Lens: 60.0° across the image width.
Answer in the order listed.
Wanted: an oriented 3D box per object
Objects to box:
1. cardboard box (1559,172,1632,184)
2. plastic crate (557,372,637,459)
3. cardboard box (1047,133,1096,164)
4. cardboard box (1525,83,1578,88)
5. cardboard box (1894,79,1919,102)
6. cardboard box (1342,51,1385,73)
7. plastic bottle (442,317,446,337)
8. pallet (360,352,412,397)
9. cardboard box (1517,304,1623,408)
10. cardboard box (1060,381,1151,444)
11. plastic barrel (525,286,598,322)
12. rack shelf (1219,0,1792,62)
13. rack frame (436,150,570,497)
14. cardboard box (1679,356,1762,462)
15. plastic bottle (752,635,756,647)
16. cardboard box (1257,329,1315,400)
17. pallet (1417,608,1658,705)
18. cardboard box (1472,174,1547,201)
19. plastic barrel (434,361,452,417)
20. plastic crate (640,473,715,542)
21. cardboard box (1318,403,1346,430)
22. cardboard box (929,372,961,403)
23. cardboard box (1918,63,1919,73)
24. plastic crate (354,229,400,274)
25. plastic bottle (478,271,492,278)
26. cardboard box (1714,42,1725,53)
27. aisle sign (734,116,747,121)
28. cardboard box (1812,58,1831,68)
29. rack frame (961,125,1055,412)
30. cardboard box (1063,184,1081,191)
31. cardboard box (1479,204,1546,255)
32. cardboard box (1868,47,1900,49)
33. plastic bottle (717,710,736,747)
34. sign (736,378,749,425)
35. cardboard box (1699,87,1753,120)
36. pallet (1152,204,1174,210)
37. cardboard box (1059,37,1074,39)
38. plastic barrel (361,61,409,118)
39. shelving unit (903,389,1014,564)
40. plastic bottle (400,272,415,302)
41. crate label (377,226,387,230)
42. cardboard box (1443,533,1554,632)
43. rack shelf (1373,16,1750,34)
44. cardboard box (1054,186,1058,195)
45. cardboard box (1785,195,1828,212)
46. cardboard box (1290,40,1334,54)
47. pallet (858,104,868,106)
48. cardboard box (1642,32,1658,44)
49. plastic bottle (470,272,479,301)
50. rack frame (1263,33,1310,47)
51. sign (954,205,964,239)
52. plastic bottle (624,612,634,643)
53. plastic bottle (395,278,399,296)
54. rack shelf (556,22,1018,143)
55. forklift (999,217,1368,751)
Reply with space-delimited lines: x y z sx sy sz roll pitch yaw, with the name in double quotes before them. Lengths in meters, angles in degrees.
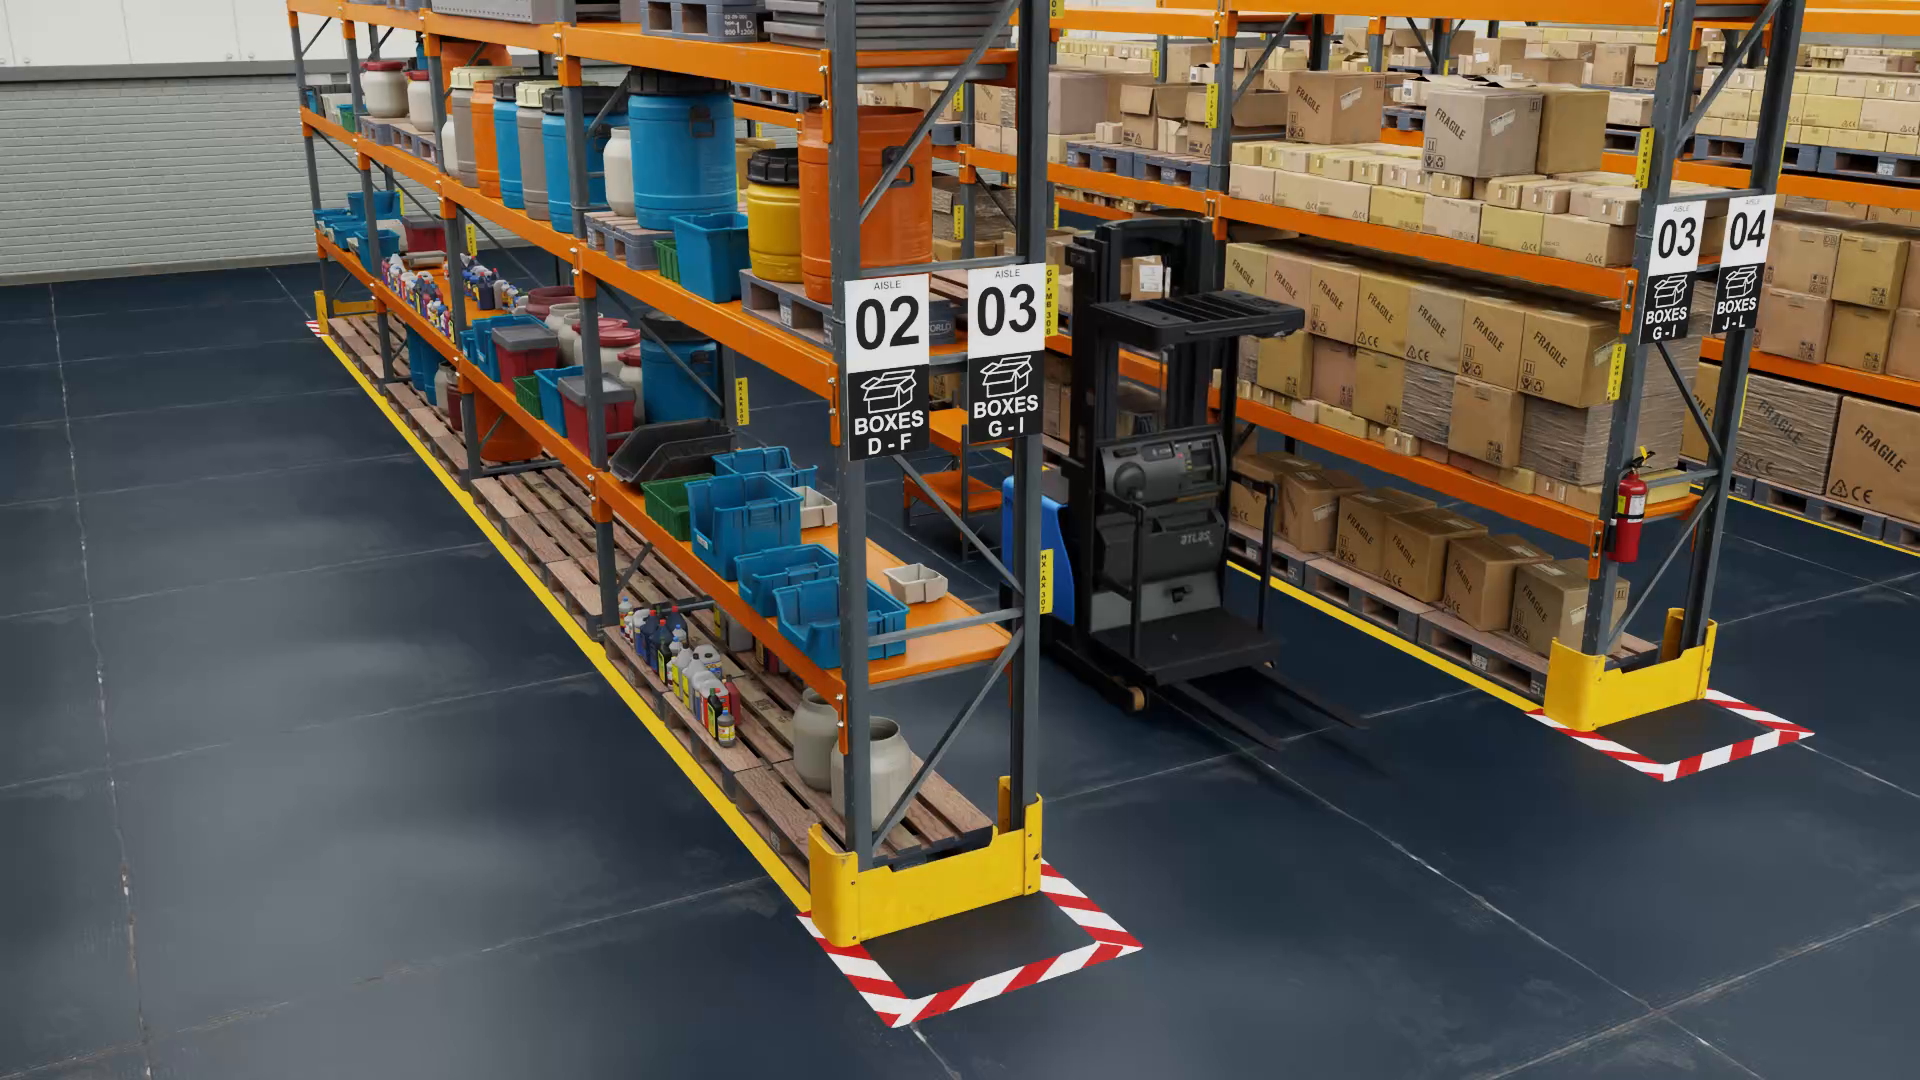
"cardboard box" 4.016 -2.232 10.521 0.380 0.149 0.250 -9 21 -24
"plastic crate" -2.482 -0.852 11.405 0.402 0.464 0.583 -10 21 -27
"cardboard box" 0.972 -3.525 14.880 0.500 0.250 0.500 -9 21 -26
"cardboard box" 5.764 -4.328 16.315 0.500 0.311 0.500 -11 22 -29
"cardboard box" 7.506 -3.493 12.921 0.380 0.149 0.250 -10 21 -26
"cardboard box" 4.469 -5.288 18.433 0.396 0.266 0.258 -10 21 -27
"plastic bottle" -4.598 -1.937 14.951 0.097 0.201 0.097 0 19 0
"pallet" -6.165 -1.914 18.854 1.003 0.211 1.213 -10 21 -27
"cardboard box" 3.797 -1.130 10.164 0.500 0.500 0.500 -10 21 -27
"cardboard box" 1.363 -1.164 15.564 0.700 0.500 0.500 -8 21 -22
"plastic barrel" -3.395 -1.857 14.205 0.600 0.536 0.708 -10 21 -27
"rack shelf" 3.326 -3.418 10.849 1.077 0.370 4.000 -10 21 -27
"rack frame" -3.882 -1.879 14.478 1.000 3.000 0.127 -10 21 -27
"cardboard box" 7.027 -1.240 15.239 0.875 0.875 0.875 -10 21 -26
"plastic bottle" -1.332 0.509 10.944 0.144 0.351 0.185 -11 22 -29
"cardboard box" 2.742 -1.398 12.474 0.875 0.500 0.500 -10 21 -27
"pallet" 3.885 0.708 11.255 1.003 0.211 1.213 -10 21 -27
"cardboard box" 3.475 -2.229 10.514 0.380 0.149 0.250 -10 21 -26
"plastic barrel" -5.012 -1.511 16.583 0.421 0.512 0.421 0 19 0
"plastic crate" -1.586 -0.197 9.928 0.450 0.188 0.662 -10 21 -27
"cardboard box" 2.829 -0.916 12.071 0.380 0.149 0.250 -10 21 -27
"cardboard box" 0.168 -2.041 17.562 1.225 0.875 0.875 -11 22 -29
"cardboard box" 10.928 -5.186 18.283 0.500 0.250 0.500 -10 22 -28
"plastic crate" -6.303 -3.129 18.033 0.392 0.384 0.575 -10 21 -27
"plastic bottle" -4.723 -2.550 16.614 0.152 0.276 0.135 -10 21 -27
"cardboard box" 11.694 -7.486 25.261 0.380 0.149 0.250 -10 22 -28
"aisle sign" -3.092 -6.239 23.127 0.394 0.787 0.004 -10 21 -27
"cardboard box" 12.597 -6.924 24.120 0.380 0.149 0.250 -9 21 -25
"rack frame" 0.477 -2.646 16.701 1.000 3.000 0.127 -10 21 -27
"cardboard box" 1.807 -5.260 23.668 0.500 0.500 0.500 -11 22 -28
"cardboard box" 3.584 -1.938 10.282 0.500 0.250 0.500 -10 21 -26
"cardboard box" 13.251 -6.993 23.863 0.380 0.149 0.250 -9 21 -25
"plastic bottle" -1.341 1.073 9.538 0.097 0.201 0.097 0 19 0
"sign" -1.493 -0.943 11.342 0.100 0.325 0.005 -10 21 -27
"cardboard box" 6.775 -3.787 14.385 0.500 0.250 0.500 -10 21 -26
"pallet" 3.226 -4.201 21.501 1.003 0.211 1.213 -10 21 -27
"cardboard box" 1.557 -7.321 24.503 0.380 0.149 0.250 -10 21 -26
"plastic barrel" -5.752 -4.518 16.675 0.433 0.535 0.433 0 19 0
"shelving unit" -0.003 -0.534 13.454 0.538 1.125 1.048 -10 21 -27
"plastic bottle" -5.457 -2.511 16.499 0.152 0.276 0.135 -10 21 -27
"crate label" -6.855 -3.711 20.101 0.396 0.136 0.243 -10 21 -27
"cardboard box" 3.680 0.286 11.394 0.500 0.500 0.500 -4 20 -12
"rack shelf" 5.840 -5.118 16.383 1.077 0.370 4.000 -10 21 -27
"cardboard box" 1.545 -5.132 24.291 0.380 0.149 0.250 -10 22 -27
"cardboard box" 9.951 -3.958 19.249 0.500 0.500 0.500 -11 22 -29
"cardboard box" 5.692 -7.955 26.921 0.500 0.250 0.500 -12 23 -32
"pallet" -0.944 -4.866 18.830 0.805 0.209 1.217 -11 22 -29
"cardboard box" 11.214 -7.931 26.425 0.500 0.250 0.500 -10 21 -27
"plastic bottle" -4.824 -2.524 16.544 0.097 0.271 0.097 0 19 0
"rack frame" 5.400 -9.313 26.826 1.000 3.000 0.127 -10 21 -27
"sign" -0.010 -3.106 16.260 0.100 0.325 0.005 -10 21 -27
"plastic bottle" -2.169 0.573 10.988 0.097 0.201 0.097 0 19 0
"plastic bottle" -5.646 -2.571 16.787 0.097 0.201 0.097 0 19 0
"rack shelf" -1.033 -2.463 8.690 1.077 0.370 4.000 -10 21 -27
"forklift" 1.406 -0.464 10.483 1.130 2.935 3.031 -10 21 -26
